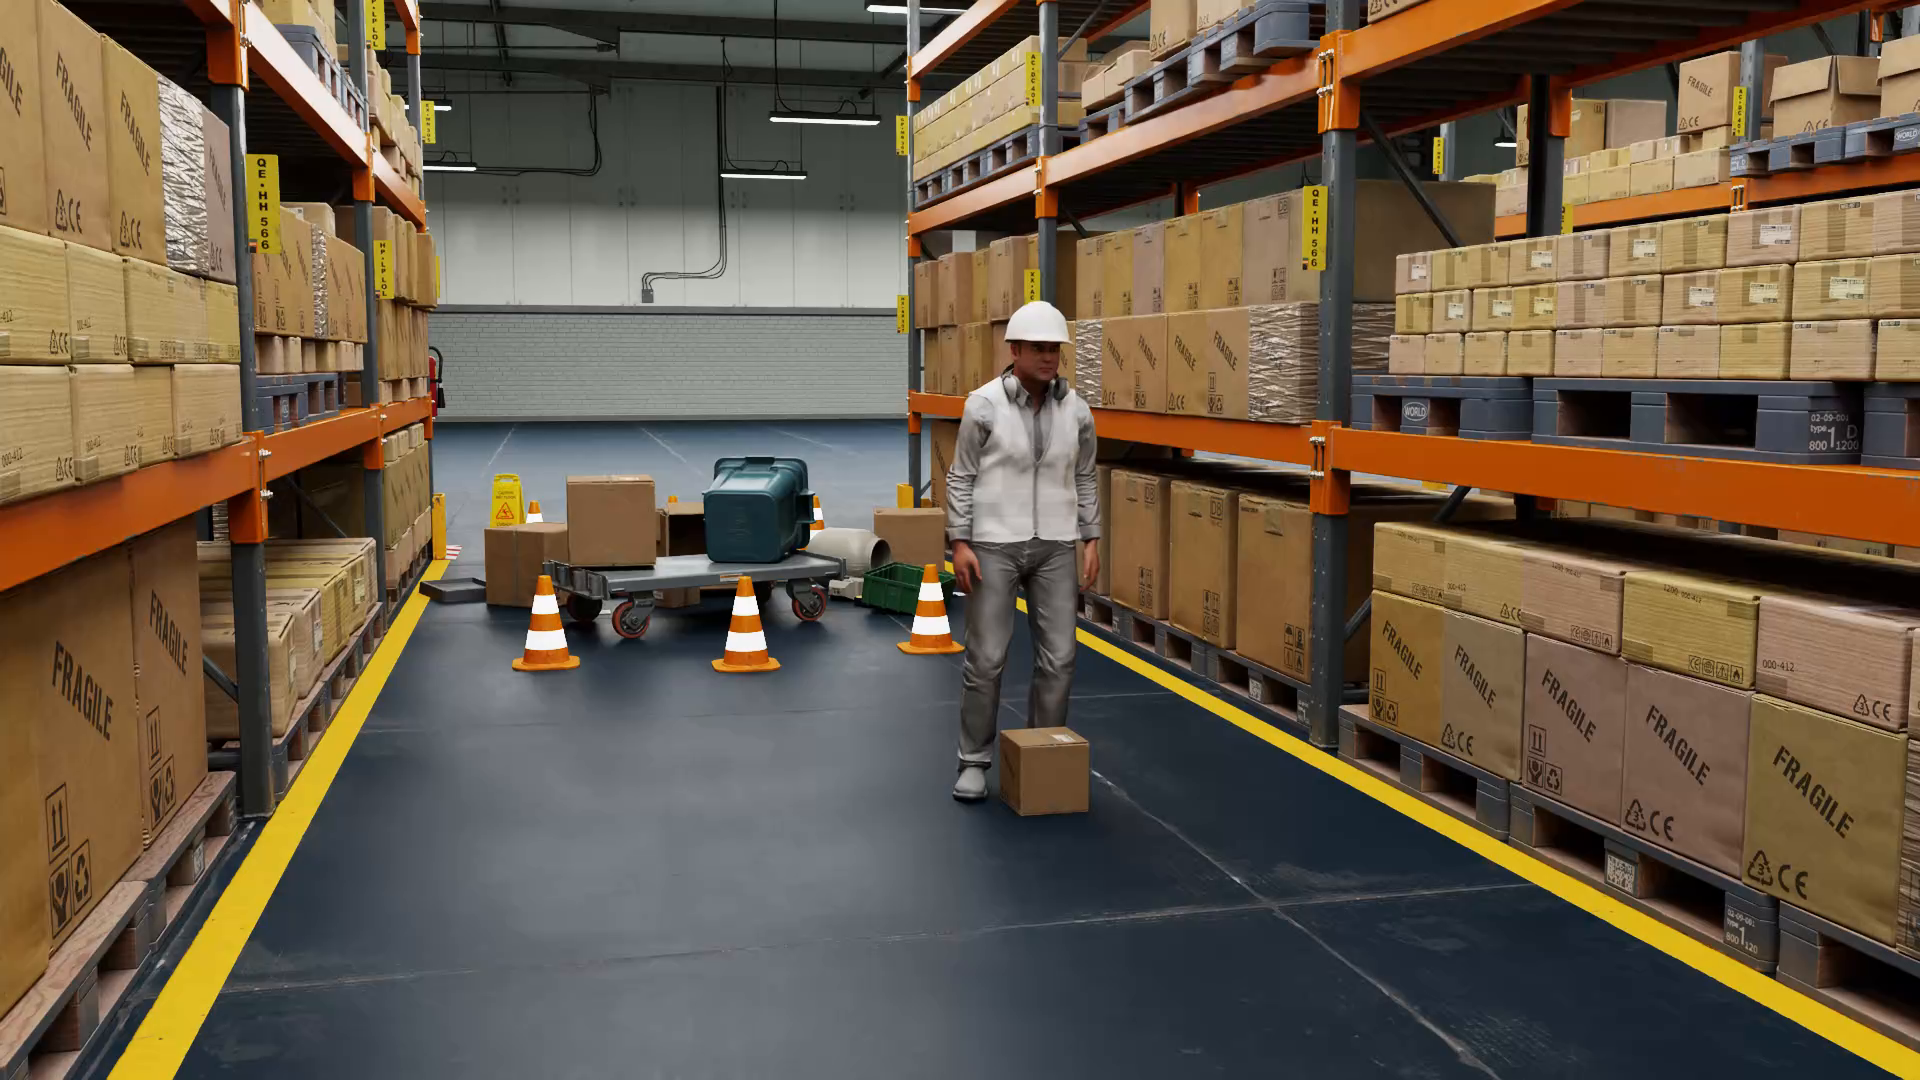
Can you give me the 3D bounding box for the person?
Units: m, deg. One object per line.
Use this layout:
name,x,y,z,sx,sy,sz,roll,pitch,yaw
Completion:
person,0.237,0.030,6.028,0.594,1.772,0.471,-2,6,-17
